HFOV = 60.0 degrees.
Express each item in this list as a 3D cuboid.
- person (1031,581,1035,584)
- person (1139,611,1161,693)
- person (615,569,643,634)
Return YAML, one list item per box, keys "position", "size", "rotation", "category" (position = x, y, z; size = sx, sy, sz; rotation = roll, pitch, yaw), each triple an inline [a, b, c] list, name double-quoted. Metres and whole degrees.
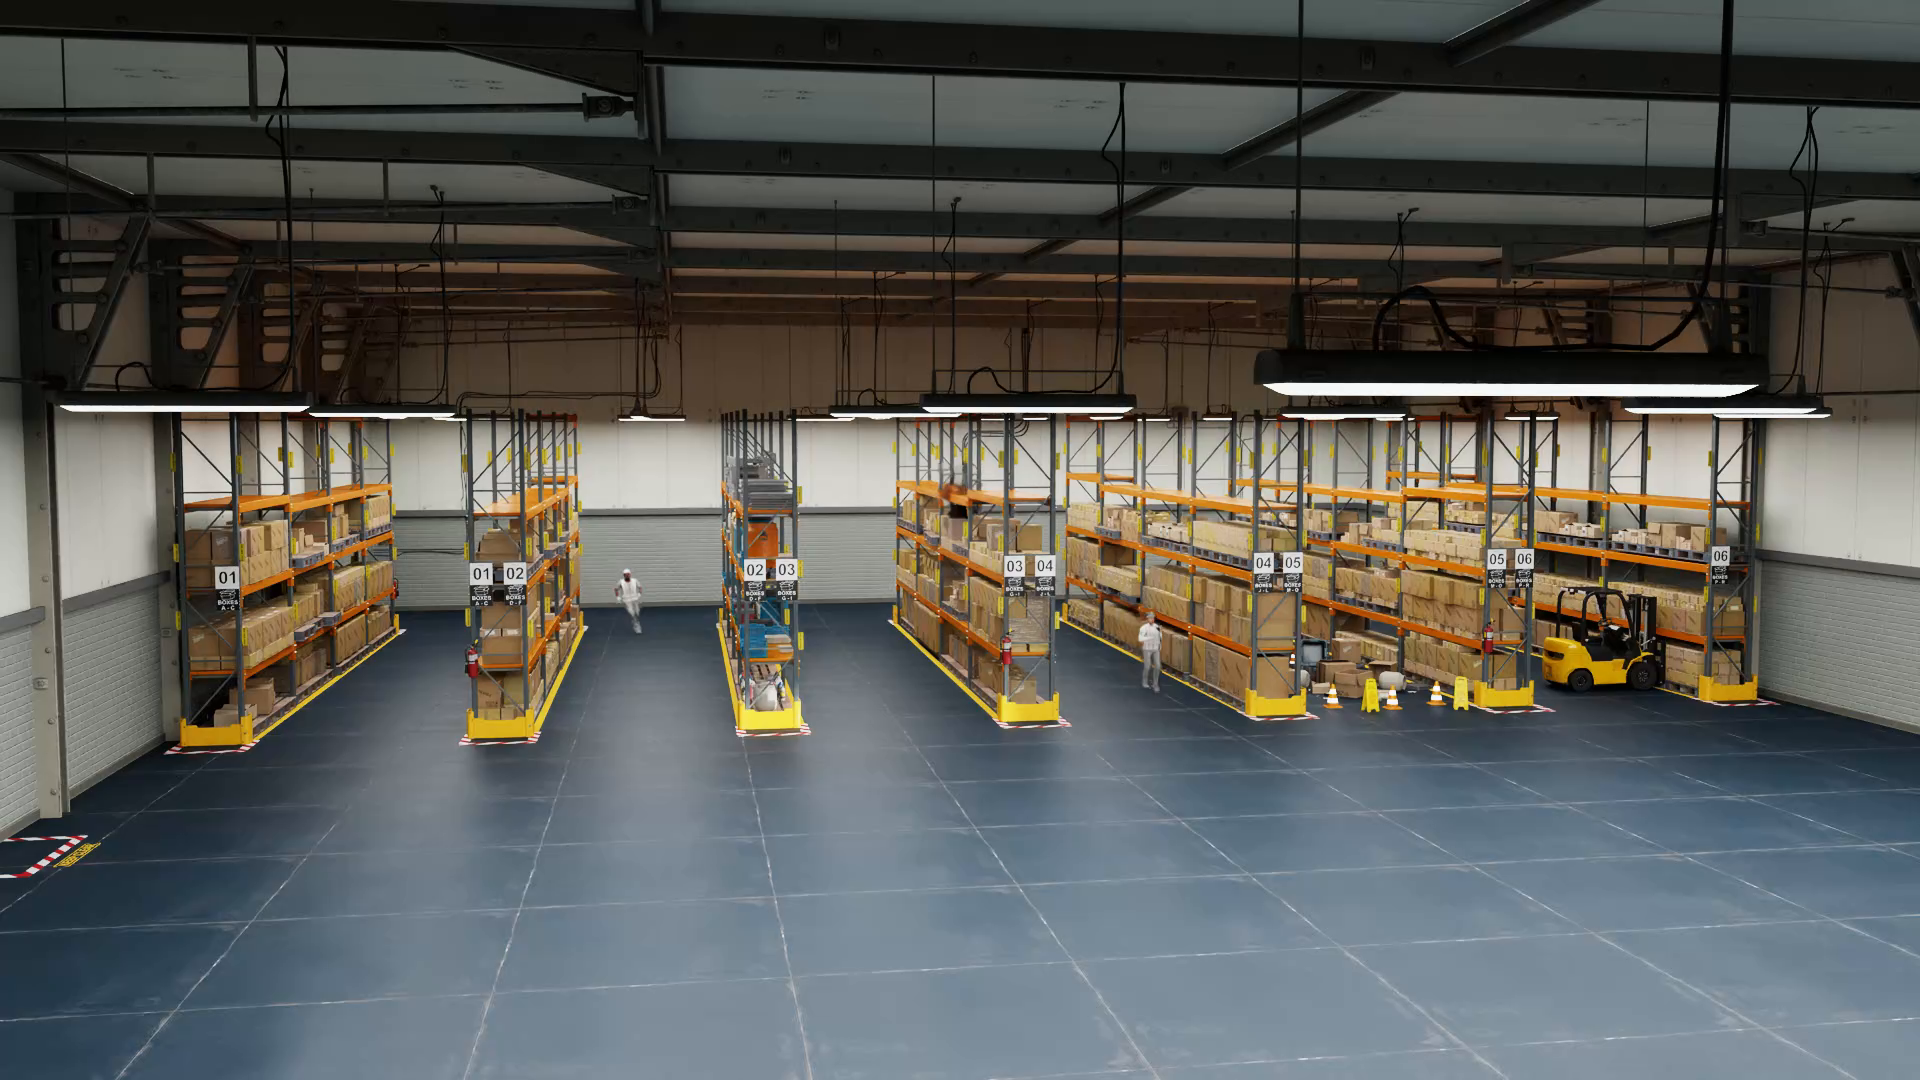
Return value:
- position: [1.926, 1.553, 47.709]
  size: [0.715, 1.727, 0.679]
  rotation: [0, 4, 1]
  category: "person"
- position: [4.097, 2.394, 35.626]
  size: [0.594, 1.740, 0.712]
  rotation: [-1, 4, -12]
  category: "person"
- position: [-9.030, 1.670, 45.495]
  size: [0.745, 1.741, 0.952]
  rotation: [-2, 4, -22]
  category: "person"
